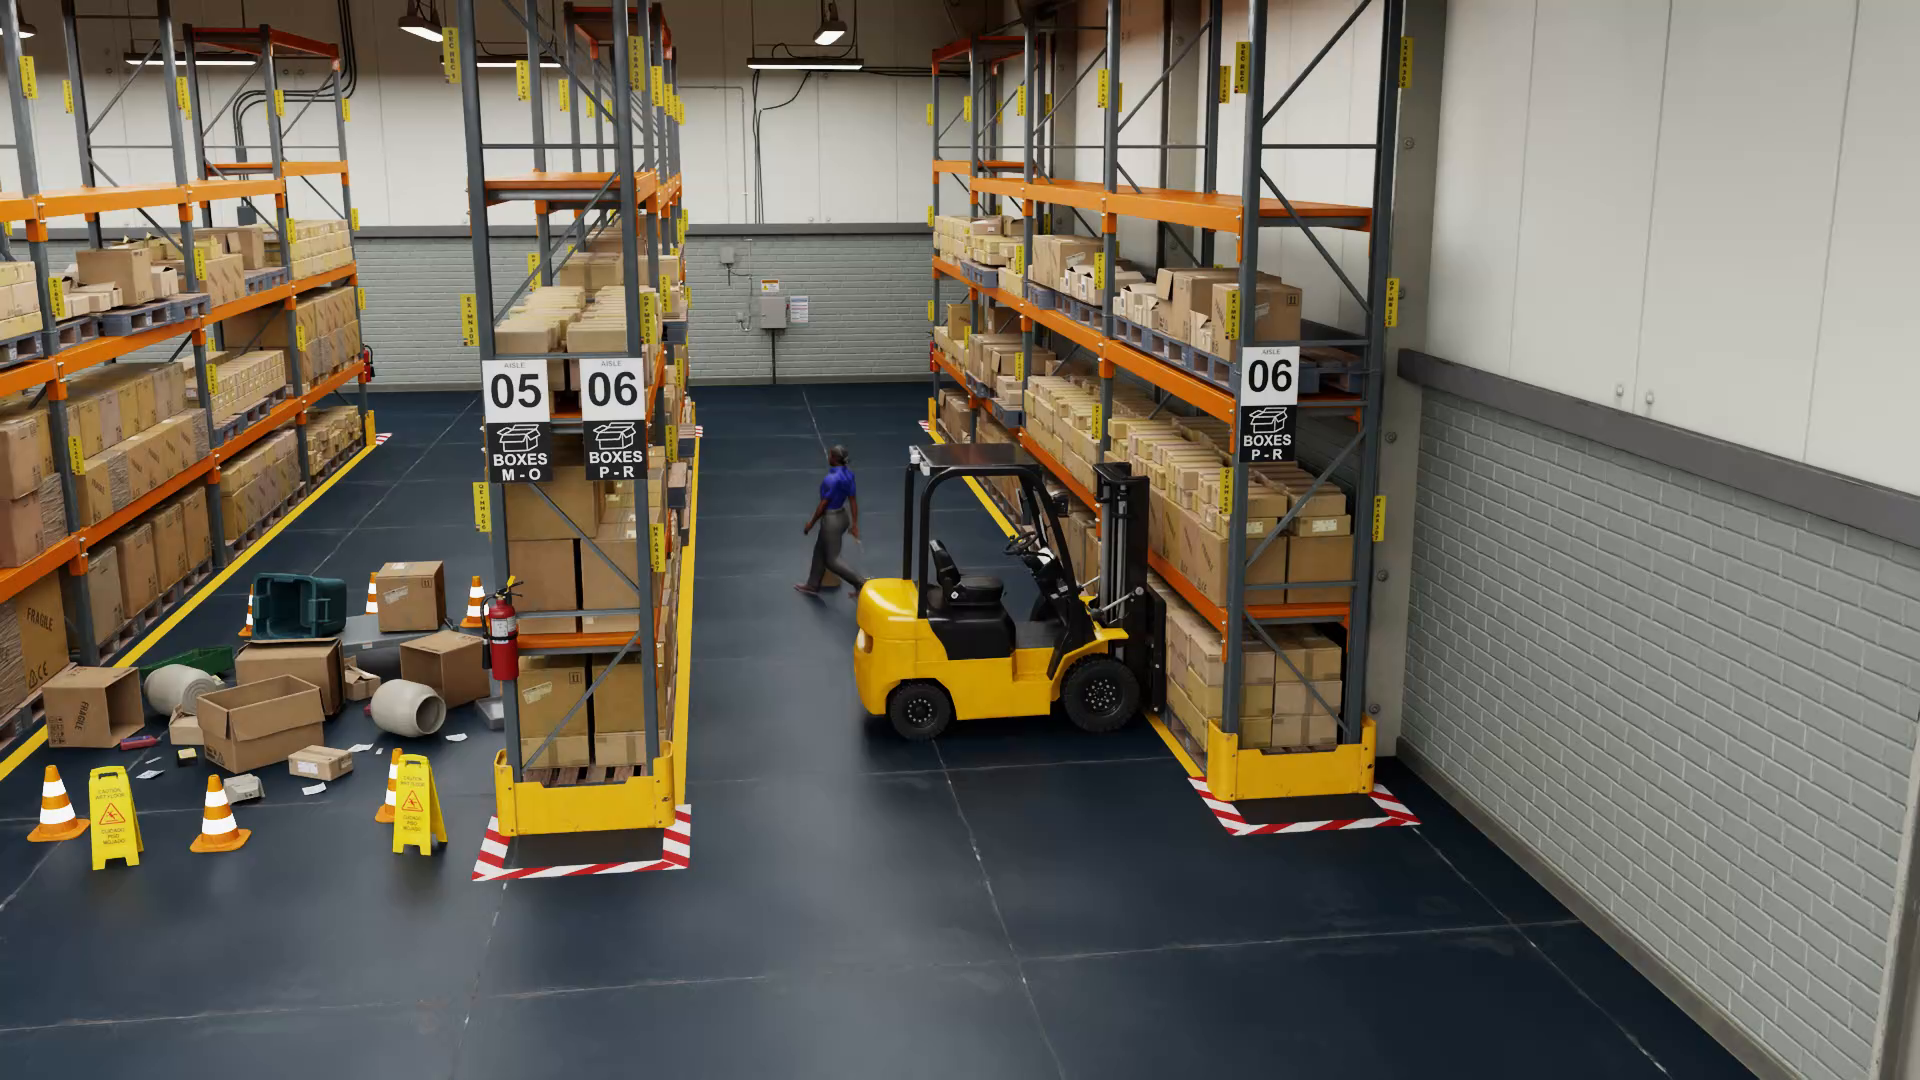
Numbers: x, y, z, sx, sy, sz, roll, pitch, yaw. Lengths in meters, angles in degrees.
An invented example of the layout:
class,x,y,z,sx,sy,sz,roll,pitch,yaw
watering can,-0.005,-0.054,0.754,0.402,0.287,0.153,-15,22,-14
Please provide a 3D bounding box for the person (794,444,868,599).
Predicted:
class,x,y,z,sx,sy,sz,roll,pitch,yaw
person,-1.300,-0.179,16.803,0.977,1.601,0.450,5,14,19
